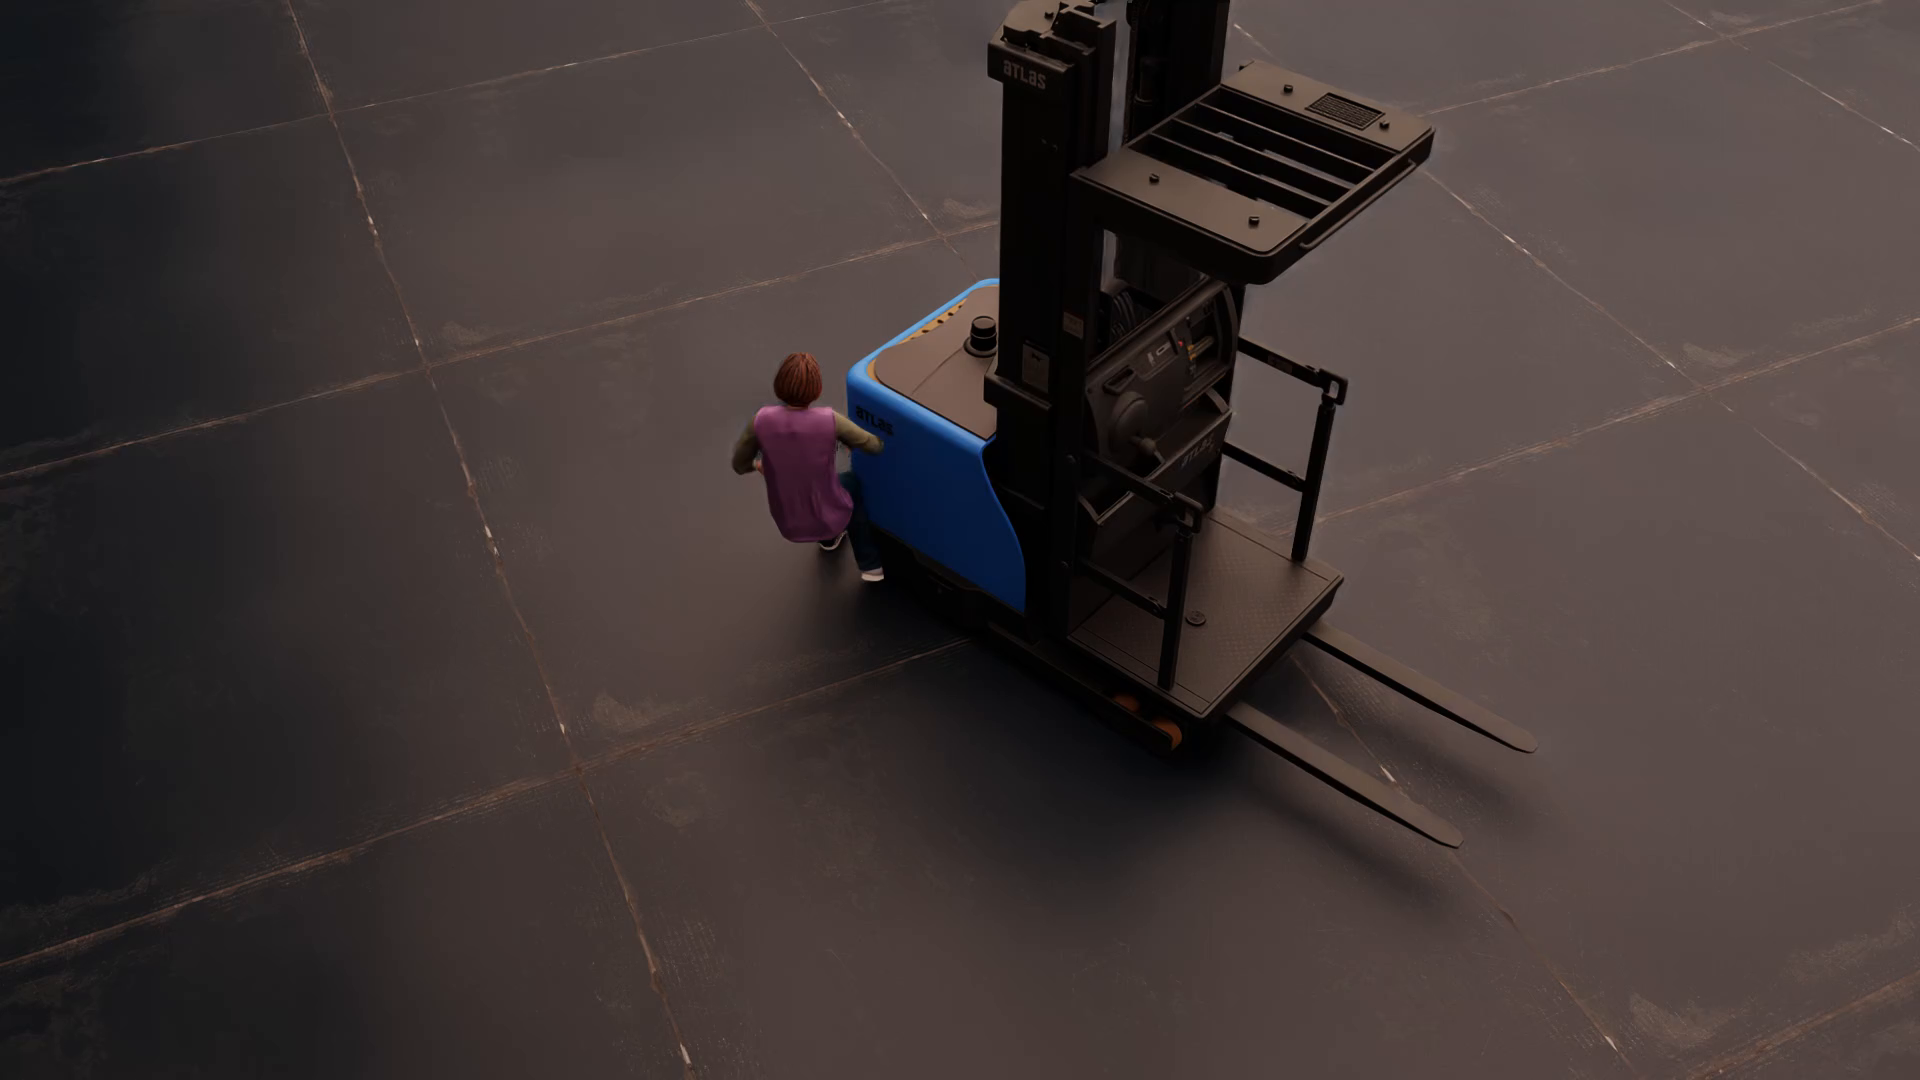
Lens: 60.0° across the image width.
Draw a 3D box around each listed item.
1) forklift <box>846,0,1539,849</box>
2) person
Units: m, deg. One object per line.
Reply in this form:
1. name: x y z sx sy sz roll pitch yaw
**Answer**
1. forklift: 0.945 -0.595 6.317 3.031 2.935 1.130 30 51 29
2. person: -0.623 -0.324 7.220 0.665 1.400 0.778 0 43 0
